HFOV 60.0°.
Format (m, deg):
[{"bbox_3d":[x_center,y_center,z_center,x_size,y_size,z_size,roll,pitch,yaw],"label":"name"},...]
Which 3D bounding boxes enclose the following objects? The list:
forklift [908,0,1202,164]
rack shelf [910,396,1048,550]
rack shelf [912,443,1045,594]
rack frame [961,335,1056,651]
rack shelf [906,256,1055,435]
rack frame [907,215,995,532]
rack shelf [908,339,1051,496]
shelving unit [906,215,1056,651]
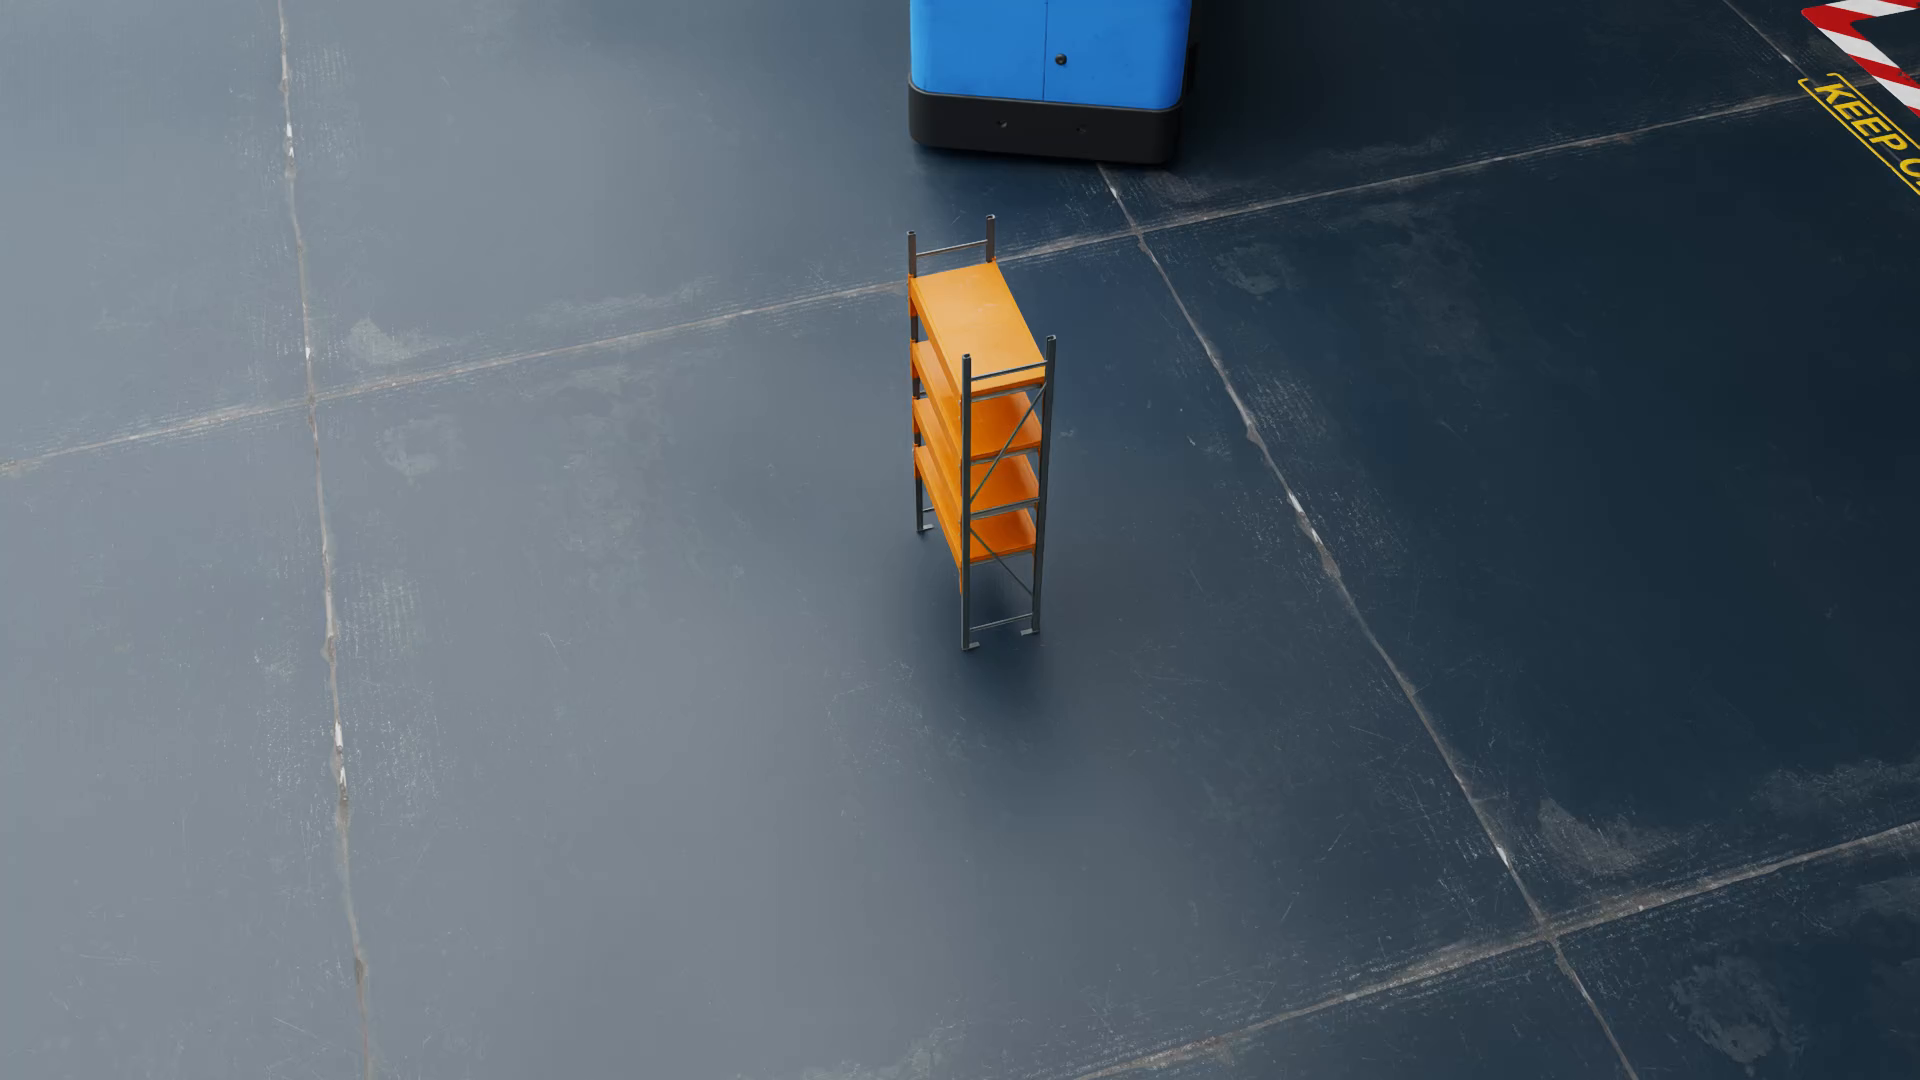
[{"bbox_3d":[0.505,-3.526,6.306,1.130,2.935,3.031,6,50,5],"label":"forklift"},{"bbox_3d":[0.049,-0.222,4.741,0.258,0.148,0.480,-13,51,-11],"label":"rack shelf"},{"bbox_3d":[0.049,-0.094,4.893,0.258,0.148,0.480,-13,51,-11],"label":"rack shelf"},{"bbox_3d":[0.121,-0.088,4.539,0.240,1.200,0.015,-13,51,-11],"label":"rack frame"},{"bbox_3d":[0.049,-0.519,4.389,0.258,0.148,0.480,-13,51,-11],"label":"rack shelf"},{"bbox_3d":[-0.023,-0.444,4.840,0.240,1.200,0.015,-13,51,-11],"label":"rack frame"},{"bbox_3d":[0.049,-0.367,4.570,0.258,0.148,0.480,-13,51,-11],"label":"rack shelf"},{"bbox_3d":[0.049,-0.266,4.689,0.258,1.200,0.503,-13,51,-11],"label":"shelving unit"}]
